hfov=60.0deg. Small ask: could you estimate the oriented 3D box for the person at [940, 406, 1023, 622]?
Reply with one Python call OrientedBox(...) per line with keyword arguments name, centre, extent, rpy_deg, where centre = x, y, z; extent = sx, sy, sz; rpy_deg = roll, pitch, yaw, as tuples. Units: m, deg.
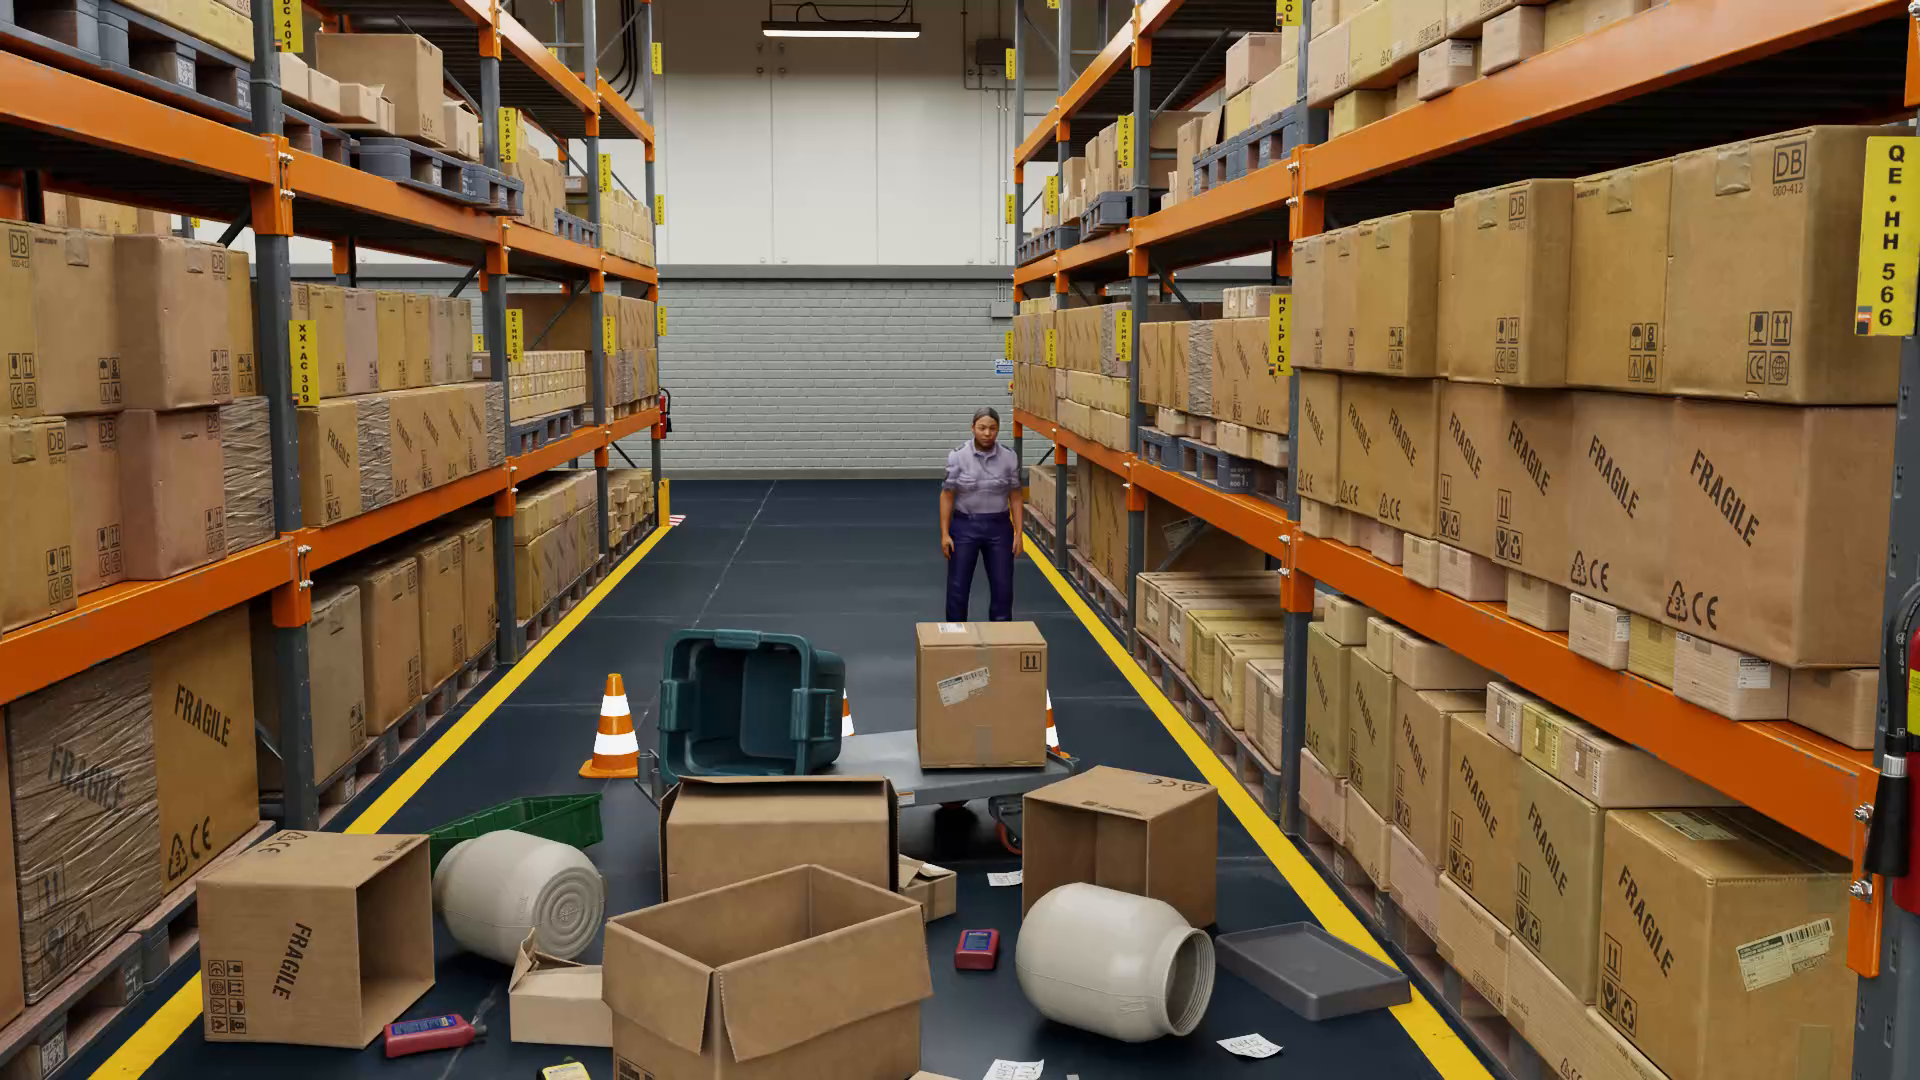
OrientedBox(name="person", centre=(0.127, -0.007, 10.341), extent=(0.543, 1.652, 0.372), rpy_deg=(-1, 7, -6))
